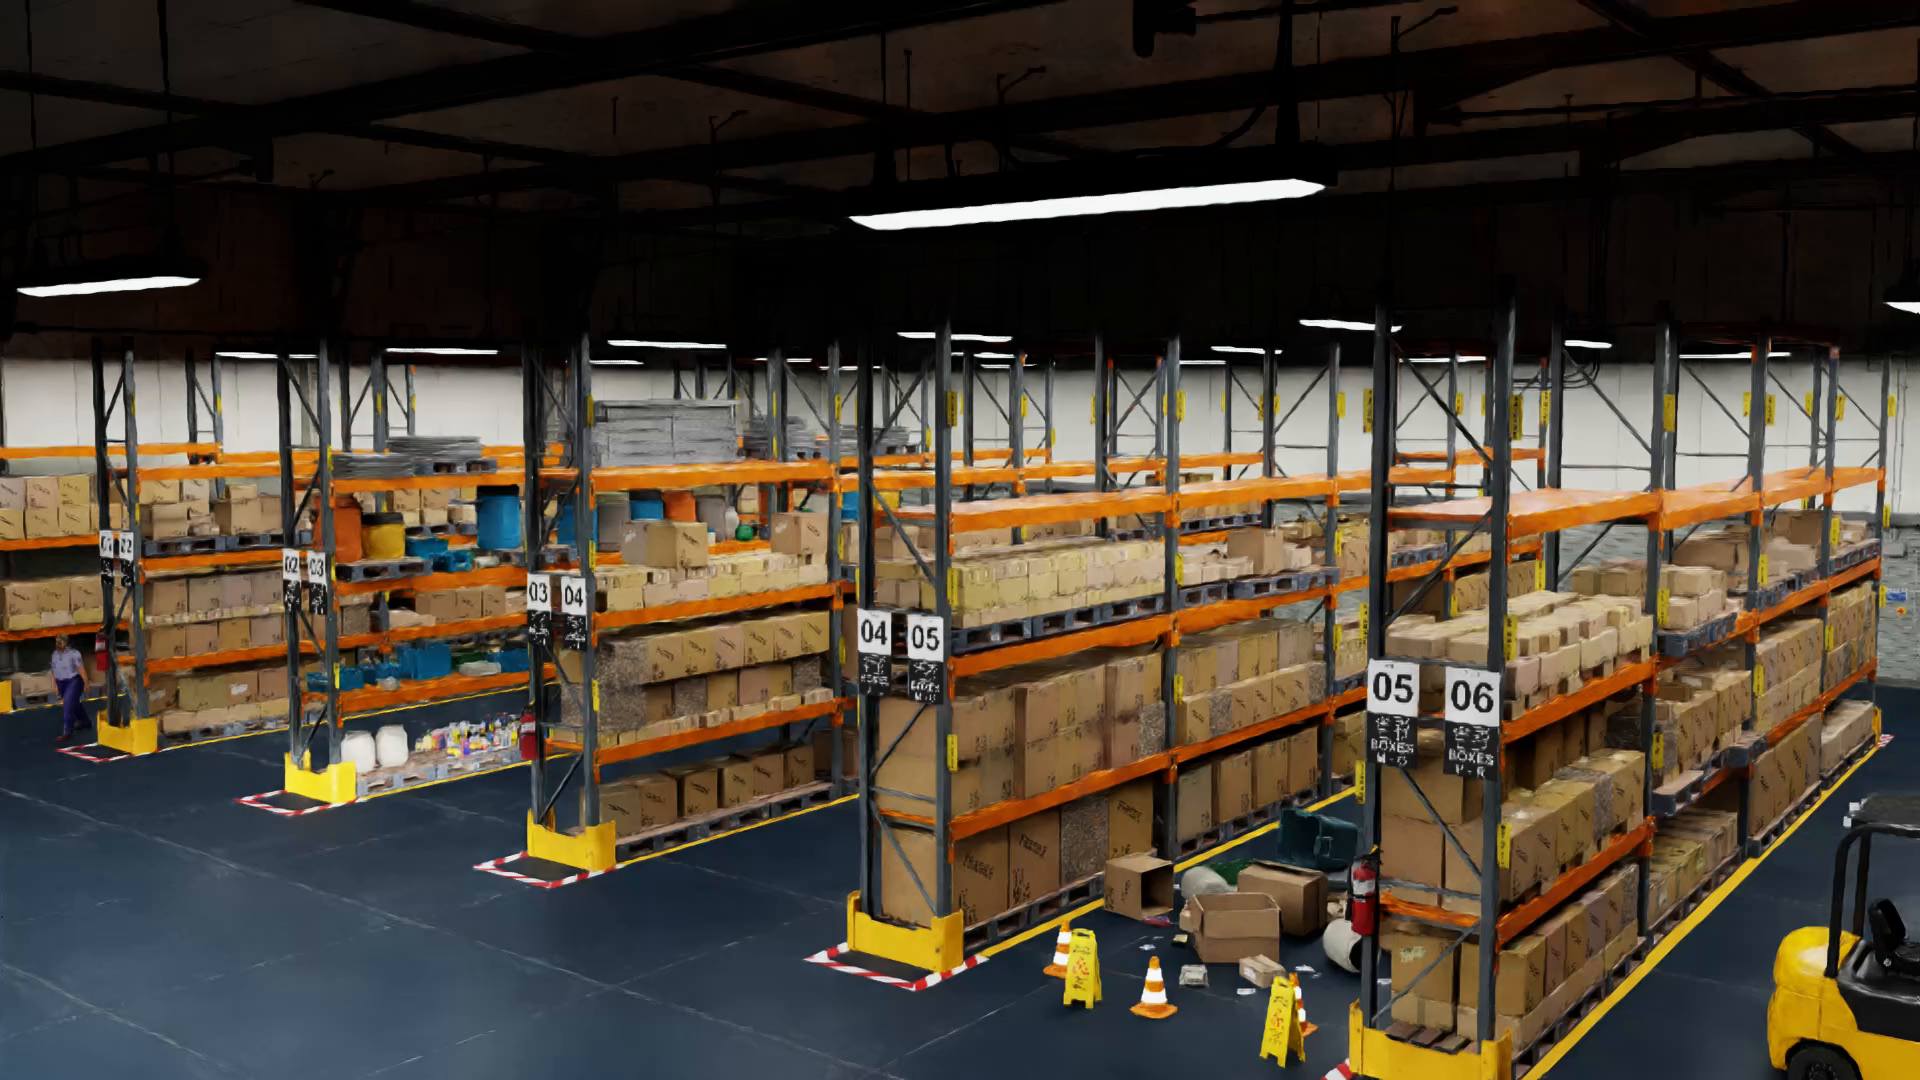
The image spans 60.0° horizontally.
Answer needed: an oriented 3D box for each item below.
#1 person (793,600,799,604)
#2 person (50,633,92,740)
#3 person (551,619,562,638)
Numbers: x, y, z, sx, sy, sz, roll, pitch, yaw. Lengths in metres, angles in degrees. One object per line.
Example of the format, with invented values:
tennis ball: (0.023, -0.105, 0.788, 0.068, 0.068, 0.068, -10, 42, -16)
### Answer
person: (-3.861, 1.008, 37.857, 0.544, 1.697, 1.101, 4, 7, 41)
person: (-13.474, 2.185, 25.149, 0.518, 1.590, 0.945, 2, 5, 17)
person: (-8.163, 1.412, 33.184, 0.598, 1.698, 1.172, 4, 6, 39)
